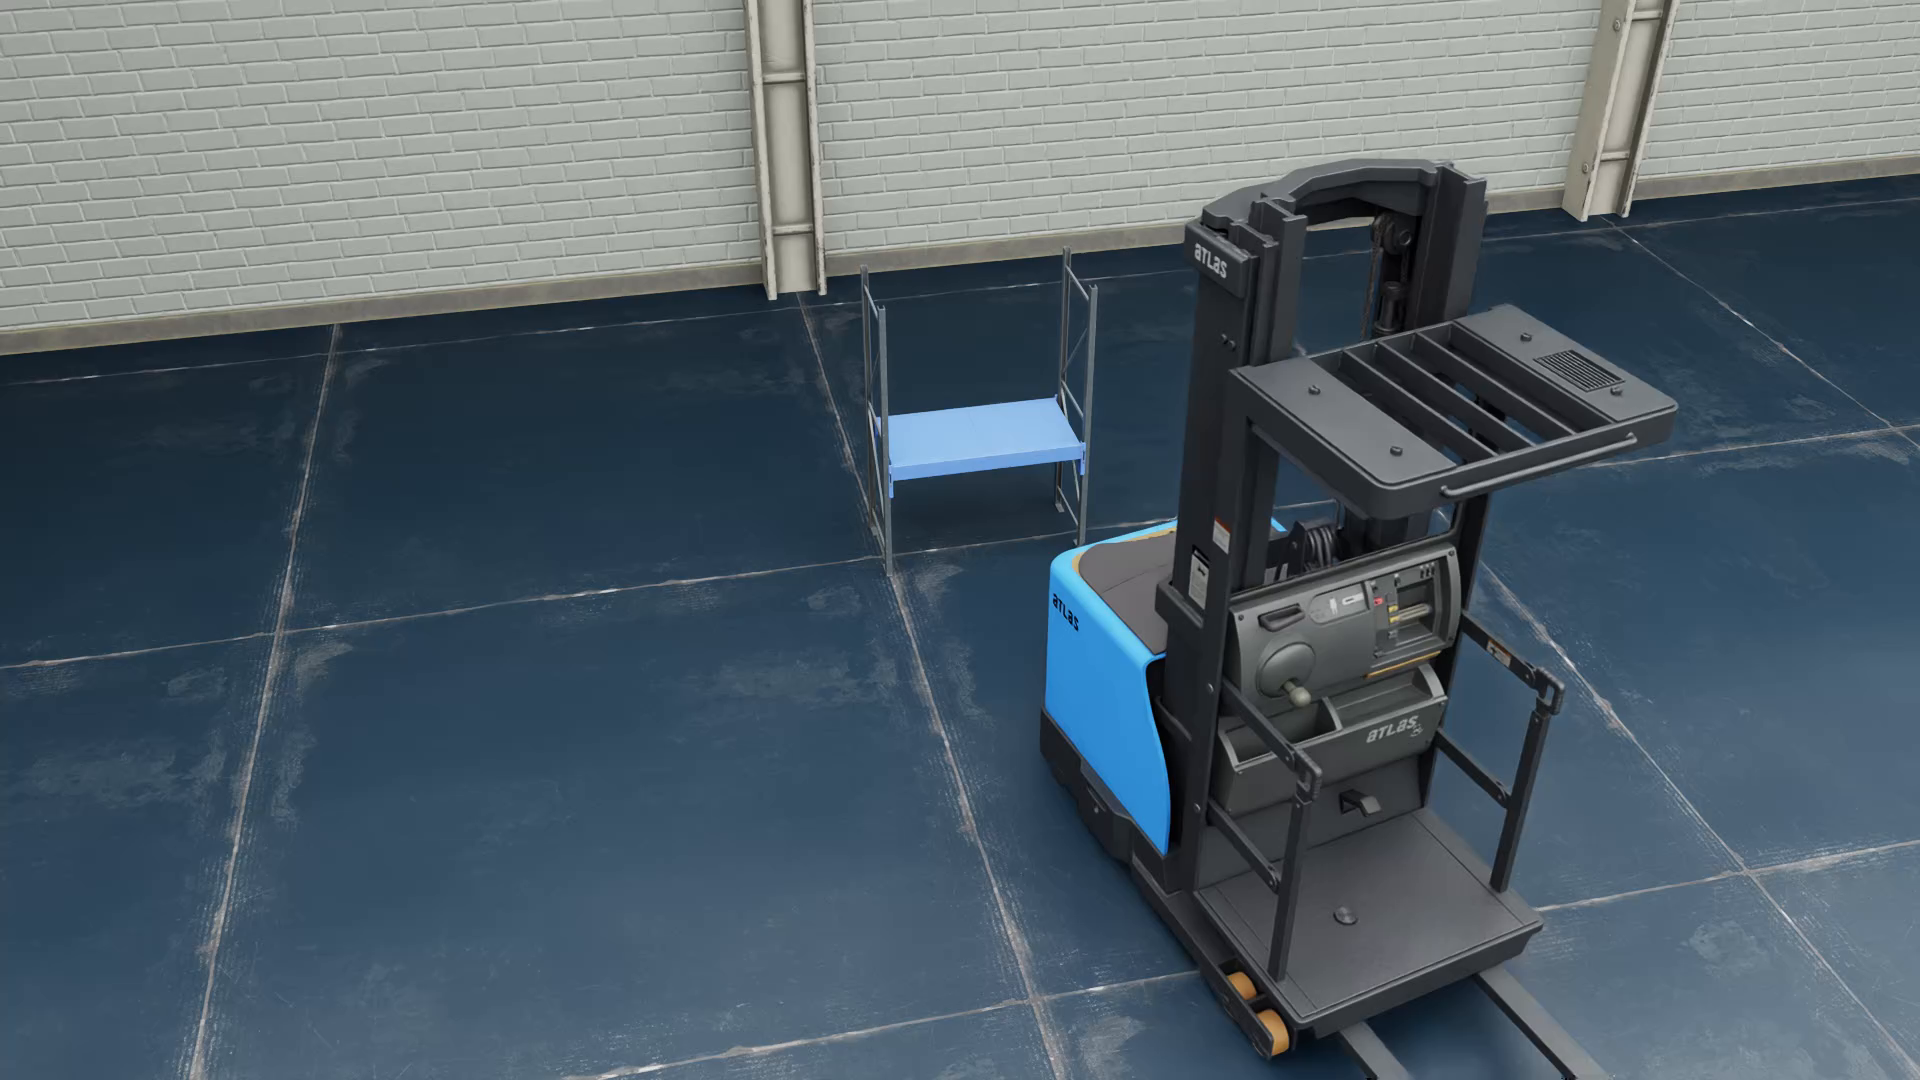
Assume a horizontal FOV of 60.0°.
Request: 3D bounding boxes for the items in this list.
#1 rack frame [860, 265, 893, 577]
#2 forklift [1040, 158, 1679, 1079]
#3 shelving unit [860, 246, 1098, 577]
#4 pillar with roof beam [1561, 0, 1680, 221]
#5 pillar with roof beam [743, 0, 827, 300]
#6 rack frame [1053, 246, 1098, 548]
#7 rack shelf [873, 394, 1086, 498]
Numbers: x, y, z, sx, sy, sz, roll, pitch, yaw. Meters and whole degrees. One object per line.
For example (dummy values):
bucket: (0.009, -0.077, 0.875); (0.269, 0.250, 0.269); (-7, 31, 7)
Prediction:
rack frame: (-0.413, -0.571, 8.255); (0.032, 1.500, 0.500); (-7, 35, -11)
forklift: (1.438, 0.358, 5.585); (1.130, 2.935, 3.031); (-15, 37, -21)
shelving unit: (0.083, -0.633, 8.348); (1.048, 1.500, 0.538); (-7, 35, -11)
pillar with roof beam: (5.678, -3.851, 6.413); (0.400, 9.000, 9.100); (-7, 35, -11)
pillar with roof beam: (-0.174, -3.114, 5.314); (0.400, 9.000, 9.100); (-7, 35, -11)
rack frame: (0.579, -0.696, 8.441); (0.032, 1.500, 0.500); (-7, 35, -11)
rack shelf: (0.083, -0.484, 8.448); (1.000, 0.185, 0.538); (-7, 35, -11)
